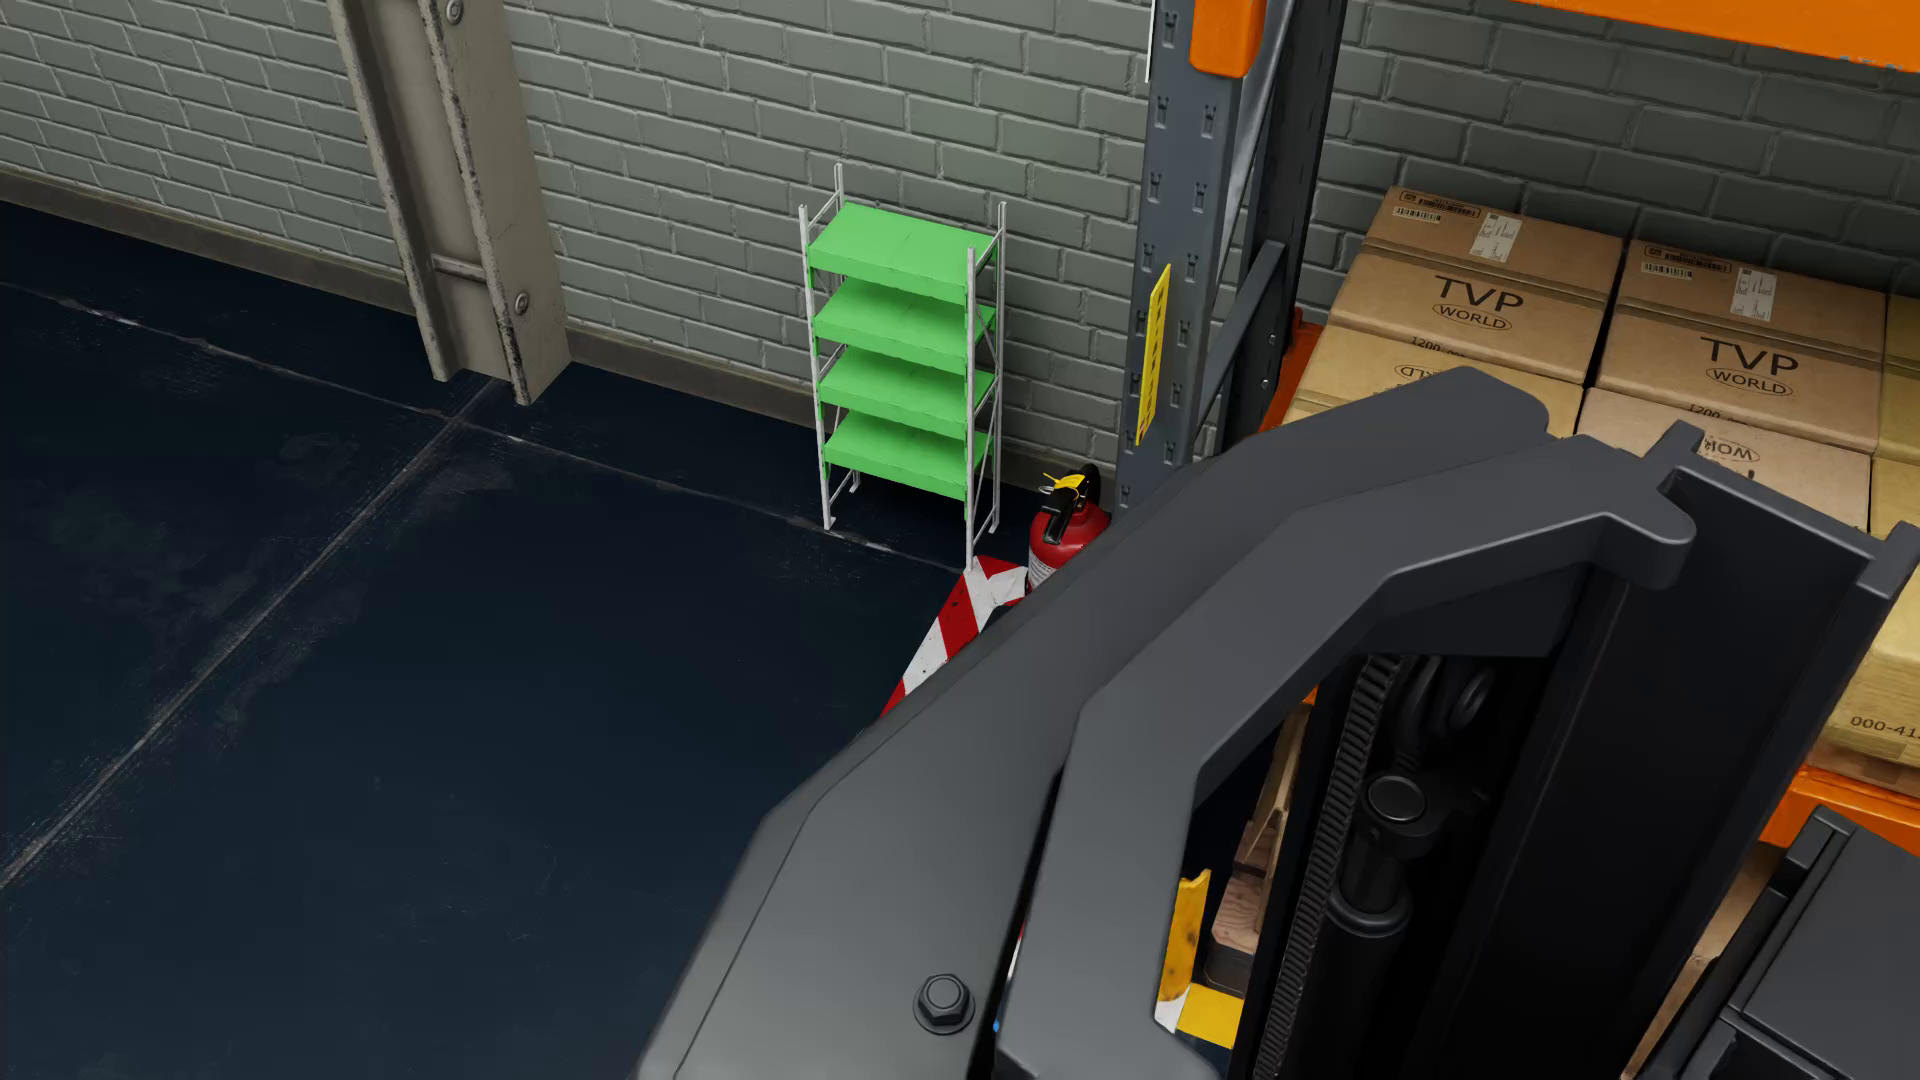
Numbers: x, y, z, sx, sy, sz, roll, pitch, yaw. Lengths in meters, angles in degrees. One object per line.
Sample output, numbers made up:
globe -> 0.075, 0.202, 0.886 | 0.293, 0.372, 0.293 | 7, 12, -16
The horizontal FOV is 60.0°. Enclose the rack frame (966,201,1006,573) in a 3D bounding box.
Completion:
rack frame -> 0.072, -0.404, 4.805 | 0.015, 1.200, 0.240 | 16, 47, 16

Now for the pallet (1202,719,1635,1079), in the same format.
pallet -> 1.343, 0.868, 4.228 | 1.213, 0.211, 1.003 | 16, 47, 16

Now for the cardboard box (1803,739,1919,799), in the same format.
cardboard box -> 1.700, 0.264, 3.036 | 0.250, 0.149, 0.380 | 17, 47, 16

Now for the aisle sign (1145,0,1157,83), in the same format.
aisle sign -> 0.361, -1.106, 2.392 | 0.004, 0.787, 0.394 | 16, 47, 16

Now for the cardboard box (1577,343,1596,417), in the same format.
cardboard box -> 1.434, -0.228, 3.530 | 0.250, 0.149, 0.380 | 15, 47, 15

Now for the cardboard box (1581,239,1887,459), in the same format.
cardboard box -> 1.539, -0.317, 3.337 | 0.500, 0.250, 0.500 | 17, 47, 16

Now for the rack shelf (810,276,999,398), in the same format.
rack shelf -> -0.153, -0.595, 4.748 | 0.480, 0.148, 0.258 | 16, 47, 16

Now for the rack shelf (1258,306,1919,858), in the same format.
rack shelf -> 2.383, 0.441, 3.190 | 4.000, 0.370, 1.077 | 16, 47, 16

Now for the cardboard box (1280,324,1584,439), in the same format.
cardboard box -> 0.852, -0.111, 3.130 | 0.500, 0.250, 0.500 | 17, 47, 16

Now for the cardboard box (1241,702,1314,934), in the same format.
cardboard box -> 1.065, 0.607, 3.986 | 0.637, 0.503, 0.797 | 15, 47, 14

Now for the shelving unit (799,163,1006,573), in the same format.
shelving unit -> -0.153, -0.470, 4.872 | 0.503, 1.200, 0.258 | 16, 47, 16

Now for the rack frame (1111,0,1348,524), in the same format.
rack frame -> 0.537, -0.357, 3.482 | 0.127, 3.000, 1.000 | 16, 47, 16

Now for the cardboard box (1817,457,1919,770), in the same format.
cardboard box -> 1.786, 0.161, 2.857 | 0.500, 0.250, 0.500 | 16, 47, 15

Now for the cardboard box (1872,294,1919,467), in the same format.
cardboard box -> 1.994, -0.179, 3.199 | 0.500, 0.250, 0.500 | 18, 48, 17

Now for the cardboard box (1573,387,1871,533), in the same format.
cardboard box -> 1.317, 0.026, 2.993 | 0.500, 0.250, 0.500 | 17, 47, 16

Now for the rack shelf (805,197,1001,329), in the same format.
rack shelf -> -0.153, -0.765, 4.579 | 0.480, 0.148, 0.258 | 16, 47, 16

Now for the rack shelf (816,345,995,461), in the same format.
rack shelf -> -0.153, -0.425, 4.917 | 0.480, 0.148, 0.258 | 16, 47, 16

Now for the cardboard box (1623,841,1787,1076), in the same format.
cardboard box -> 1.839, 0.865, 3.728 | 0.500, 0.500, 0.700 | 18, 48, 17

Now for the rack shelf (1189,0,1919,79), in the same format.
rack shelf -> 2.383, -0.622, 2.132 | 4.000, 0.370, 1.077 | 16, 47, 16

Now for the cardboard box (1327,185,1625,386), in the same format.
cardboard box -> 1.064, -0.457, 3.478 | 0.500, 0.250, 0.500 | 18, 48, 17

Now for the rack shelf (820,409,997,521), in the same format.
rack shelf -> -0.153, -0.255, 5.086 | 0.480, 0.148, 0.258 | 16, 47, 16

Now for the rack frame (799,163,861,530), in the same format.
rack frame -> -0.378, -0.537, 4.939 | 0.015, 1.200, 0.240 | 16, 47, 16

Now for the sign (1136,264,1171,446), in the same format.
sign -> 0.328, -0.311, 2.822 | 0.005, 0.325, 0.100 | 16, 47, 16

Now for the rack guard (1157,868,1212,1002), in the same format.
rack guard -> 0.607, 0.549, 4.343 | 0.348, 0.500, 1.175 | 16, 47, 16

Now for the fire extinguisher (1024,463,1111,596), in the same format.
fire extinguisher -> 0.223, 0.063, 3.379 | 0.183, 0.674, 0.296 | 16, 47, 16
